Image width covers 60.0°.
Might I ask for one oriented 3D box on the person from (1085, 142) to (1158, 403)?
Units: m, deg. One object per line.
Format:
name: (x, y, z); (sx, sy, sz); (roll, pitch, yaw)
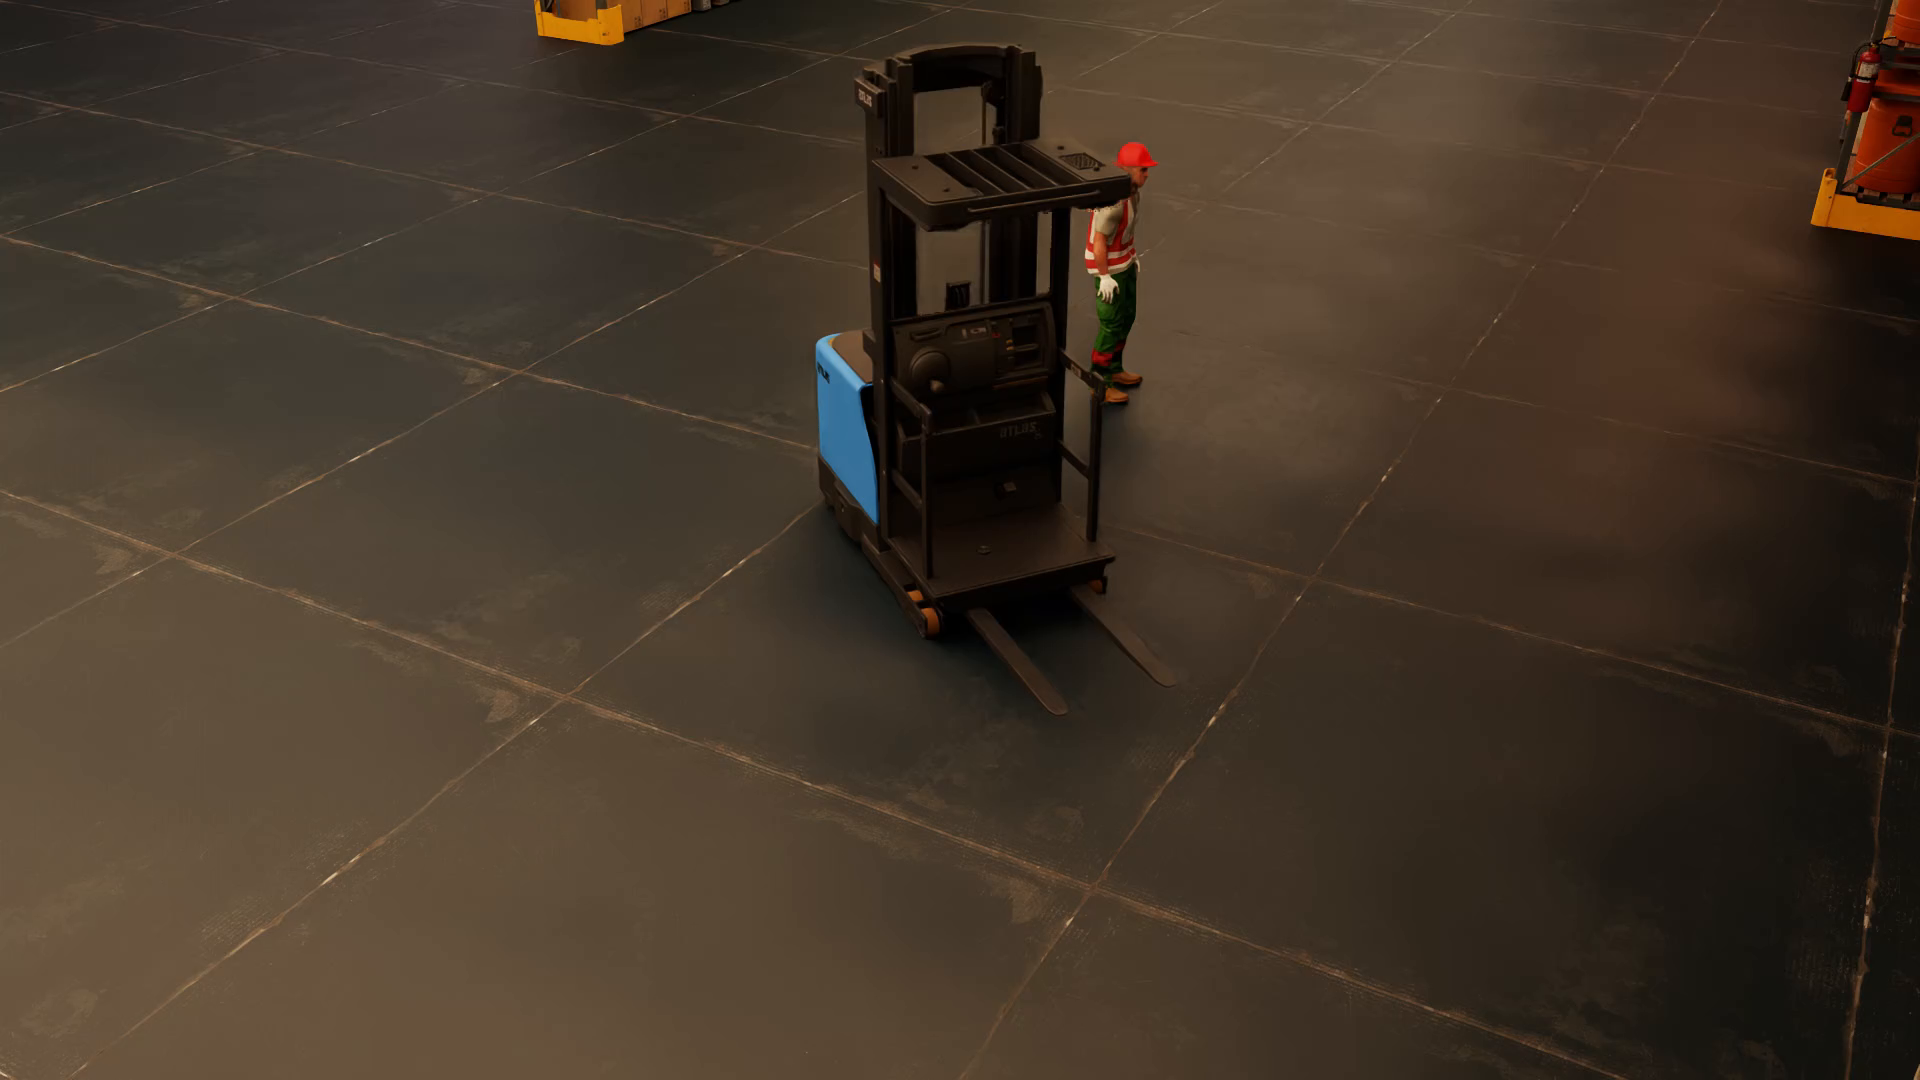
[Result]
person: (1.095, -1.857, 11.446); (0.450, 1.777, 0.623); (12, 32, 20)

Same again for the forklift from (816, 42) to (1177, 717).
forklift: (0.173, -0.981, 8.771); (1.130, 2.935, 3.031); (-12, 32, -20)
